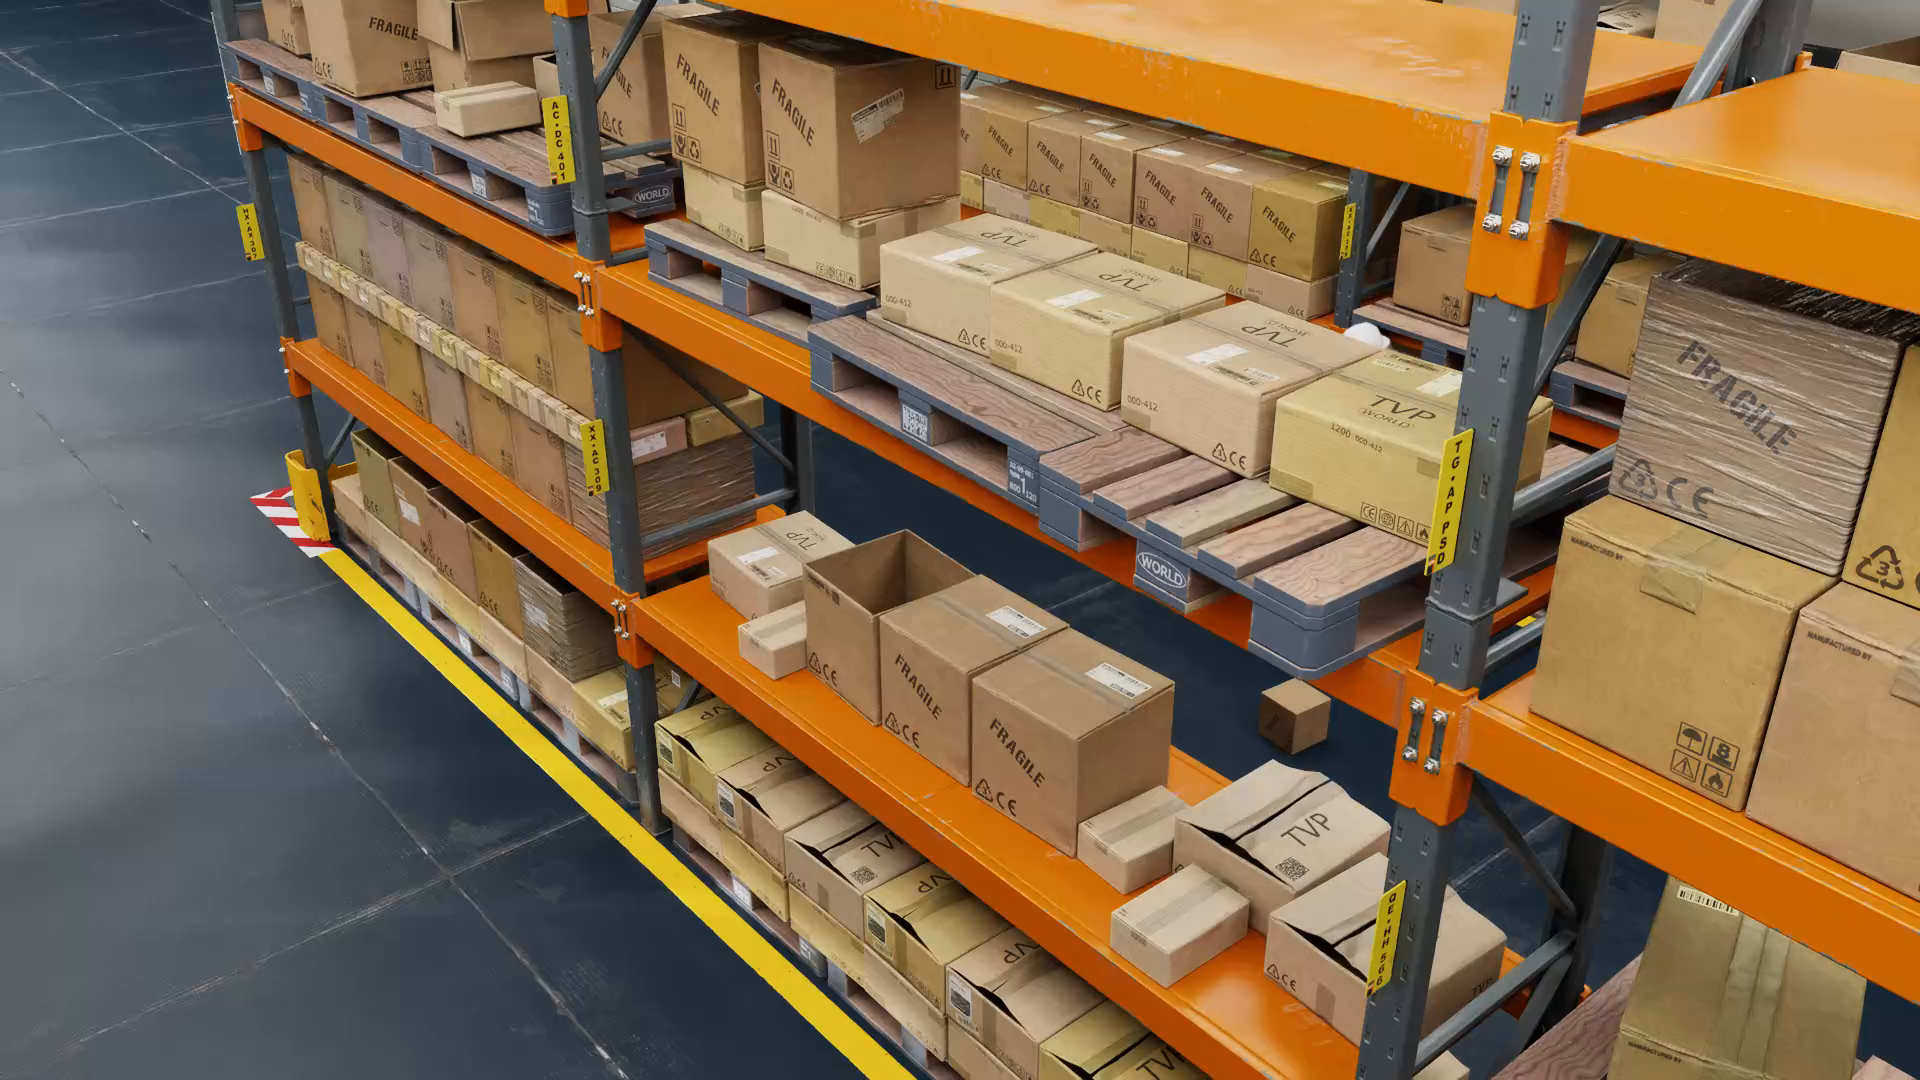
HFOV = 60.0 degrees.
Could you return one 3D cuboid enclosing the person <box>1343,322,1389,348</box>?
[{"bbox_3d":[2.200,-0.389,9.335,0.411,1.775,0.565,-22,35,-36],"label":"person"}]
